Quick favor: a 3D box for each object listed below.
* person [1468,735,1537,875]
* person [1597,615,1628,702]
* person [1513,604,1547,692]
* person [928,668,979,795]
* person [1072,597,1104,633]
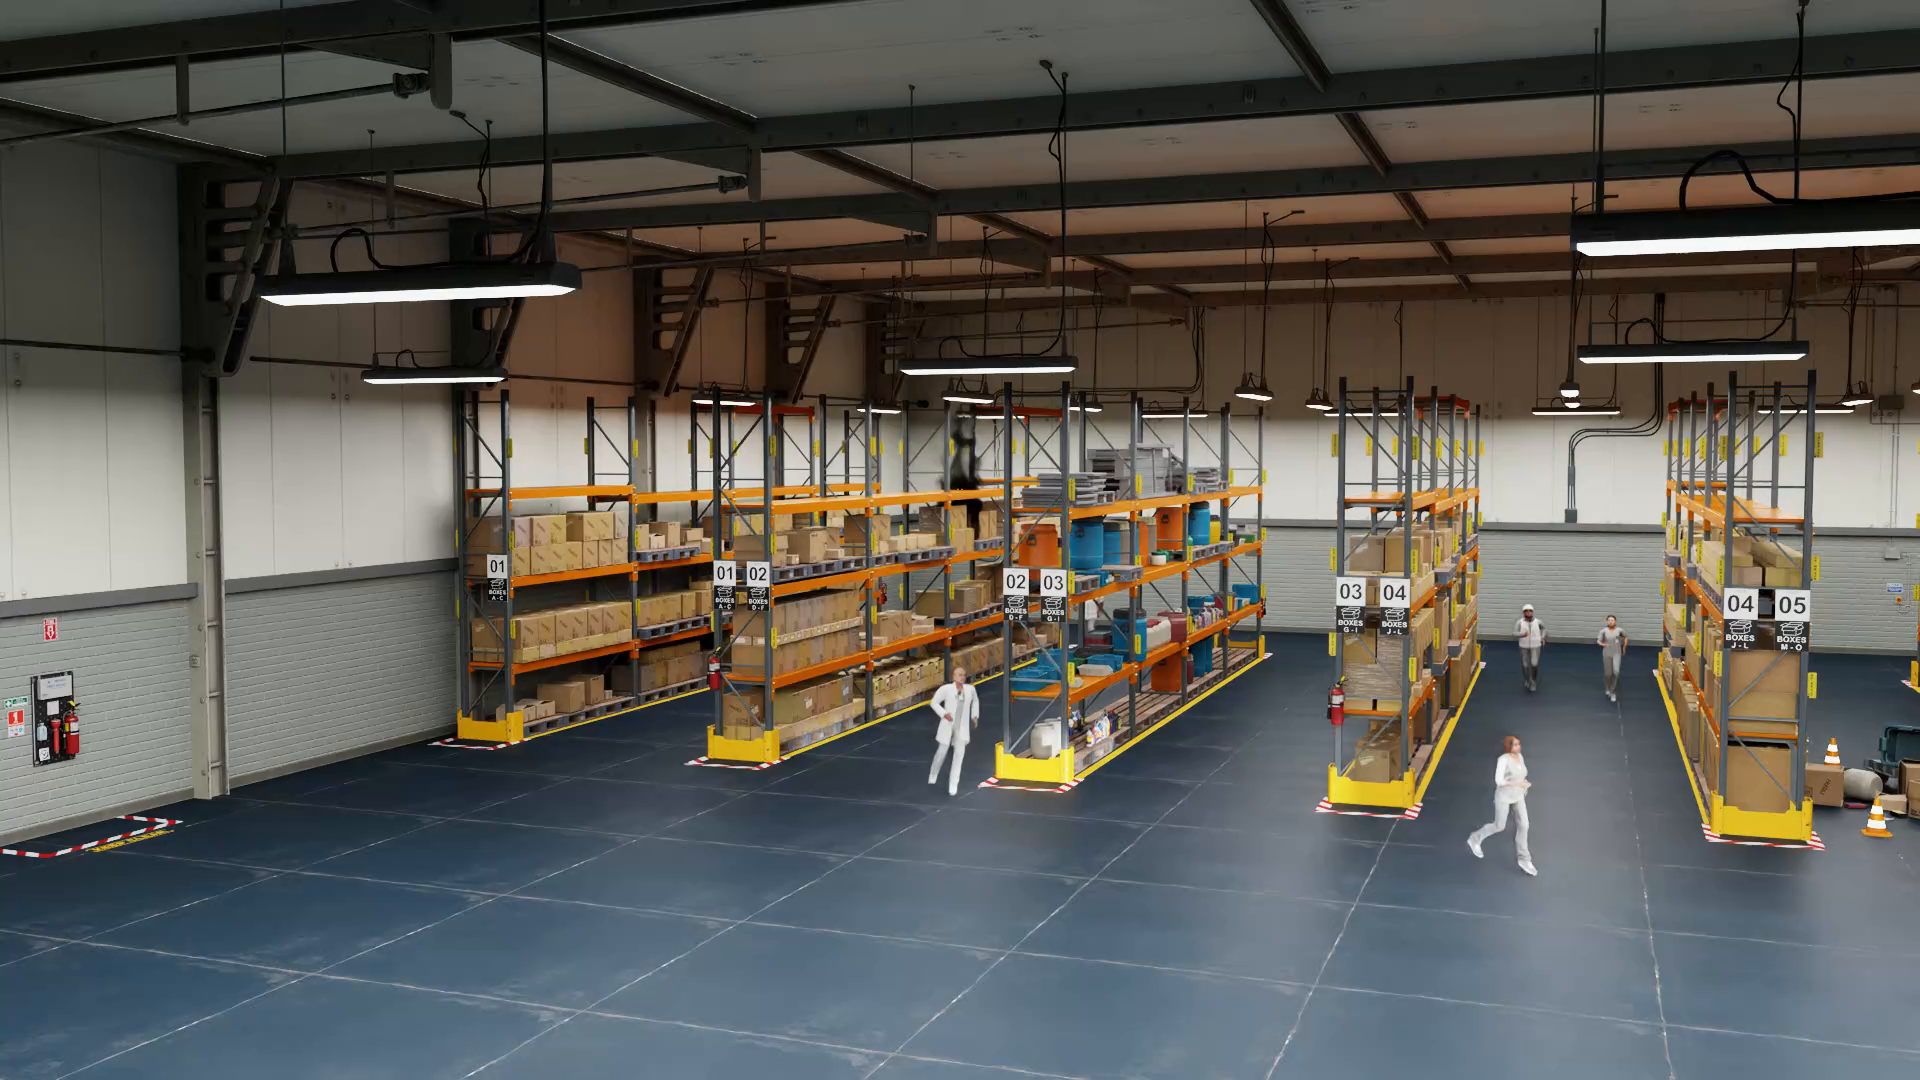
[{"bbox_3d":[6.506,3.154,19.820,0.550,1.523,0.887,-2,4,-30],"label":"person"},{"bbox_3d":[13.024,2.348,33.230,0.570,1.714,0.773,1,3,25],"label":"person"},{"bbox_3d":[11.766,2.233,34.357,0.627,1.809,0.705,1,3,23],"label":"person"},{"bbox_3d":[-0.058,2.777,24.450,0.763,1.796,0.947,-1,3,-11],"label":"person"},{"bbox_3d":[2.889,1.776,37.533,0.716,1.760,0.843,0,3,3],"label":"person"}]
